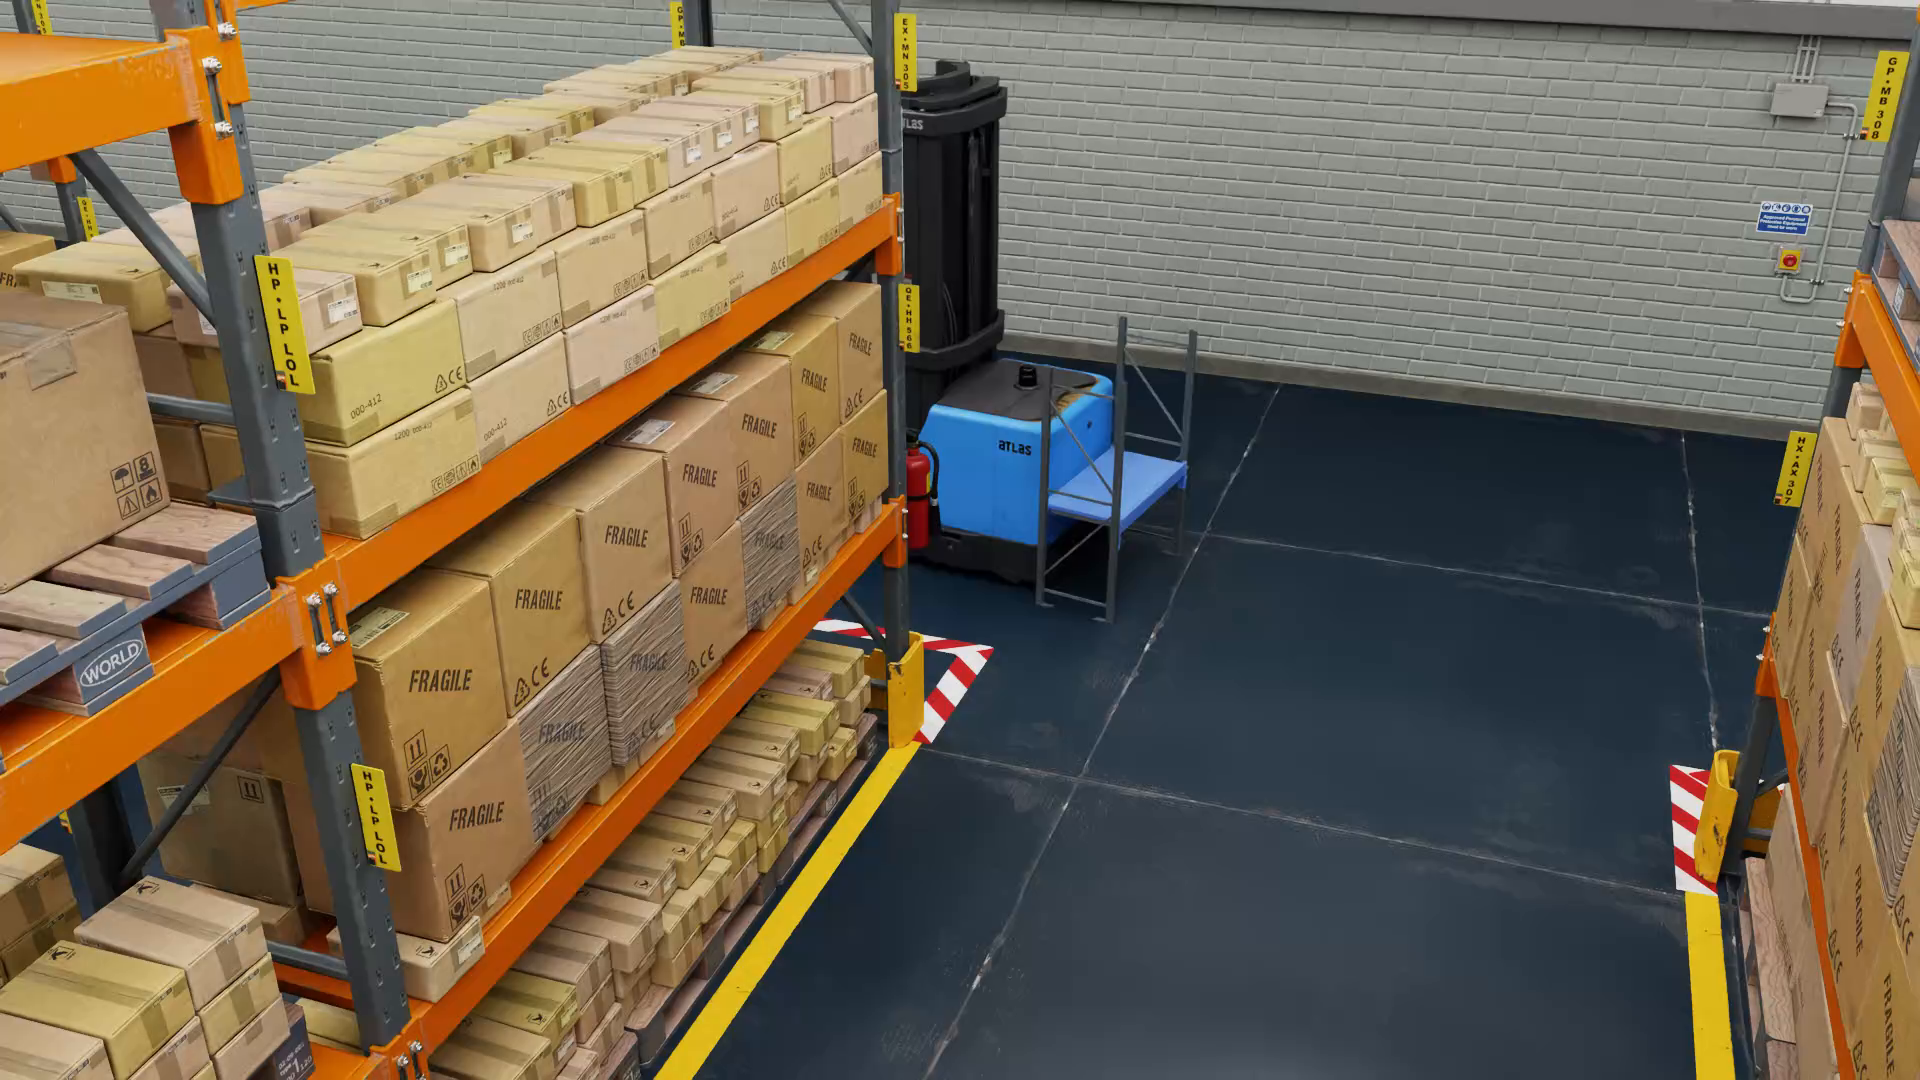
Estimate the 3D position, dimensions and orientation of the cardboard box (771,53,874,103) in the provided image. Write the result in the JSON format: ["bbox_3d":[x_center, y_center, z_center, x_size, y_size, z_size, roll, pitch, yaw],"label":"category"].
[{"bbox_3d":[-0.587,-1.966,7.067,0.380,0.149,0.250,9,27,17],"label":"cardboard box"}]

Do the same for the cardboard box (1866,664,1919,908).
[{"bbox_3d":[2.851,0.715,4.568,0.500,0.500,0.500,9,27,18],"label":"cardboard box"}]

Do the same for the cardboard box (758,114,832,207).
[{"bbox_3d":[-0.836,-1.529,6.622,0.500,0.250,0.500,8,27,16],"label":"cardboard box"}]

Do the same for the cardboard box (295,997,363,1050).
[{"bbox_3d":[-2.164,1.718,5.867,0.380,0.149,0.250,9,27,18],"label":"cardboard box"}]

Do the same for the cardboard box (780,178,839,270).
[{"bbox_3d":[-0.818,-1.304,6.732,0.500,0.250,0.500,9,27,18],"label":"cardboard box"}]

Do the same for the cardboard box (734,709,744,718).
[{"bbox_3d":[-1.239,0.925,8.188,0.380,0.149,0.250,9,27,17],"label":"cardboard box"}]

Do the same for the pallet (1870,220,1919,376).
[{"bbox_3d":[3.711,-0.785,5.590,1.003,0.211,1.213,9,27,17],"label":"pallet"}]

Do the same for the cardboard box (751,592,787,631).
[{"bbox_3d":[-0.961,0.244,7.091,0.380,0.149,0.250,8,27,15],"label":"cardboard box"}]

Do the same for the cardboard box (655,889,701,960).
[{"bbox_3d":[-1.265,1.507,6.644,0.380,0.149,0.250,9,27,17],"label":"cardboard box"}]

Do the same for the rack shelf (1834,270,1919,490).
[{"bbox_3d":[3.283,0.014,4.662,1.077,0.370,4.000,9,27,17],"label":"rack shelf"}]

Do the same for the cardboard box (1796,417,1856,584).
[{"bbox_3d":[3.520,-0.121,6.295,0.500,0.500,0.500,8,27,16],"label":"cardboard box"}]

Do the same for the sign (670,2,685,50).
[{"bbox_3d":[-1.265,-2.280,7.572,0.100,0.325,0.005,9,27,17],"label":"sign"}]

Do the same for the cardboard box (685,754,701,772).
[{"bbox_3d":[-1.017,1.070,7.546,0.380,0.149,0.250,8,27,17],"label":"cardboard box"}]

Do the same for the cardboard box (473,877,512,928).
[{"bbox_3d":[-1.666,1.113,5.297,0.380,0.149,0.250,10,27,19],"label":"cardboard box"}]

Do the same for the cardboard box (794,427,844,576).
[{"bbox_3d":[-0.836,-0.204,7.273,0.500,0.500,0.500,8,27,17],"label":"cardboard box"}]

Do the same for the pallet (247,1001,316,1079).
[{"bbox_3d":[-2.476,1.565,4.295,1.003,0.211,1.213,9,27,17],"label":"pallet"}]

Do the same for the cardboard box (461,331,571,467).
[{"bbox_3d":[-1.523,-0.456,4.979,0.500,0.250,0.500,8,27,17],"label":"cardboard box"}]

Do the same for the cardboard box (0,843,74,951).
[{"bbox_3d":[-2.649,0.937,4.496,0.380,0.149,0.250,10,28,20],"label":"cardboard box"}]

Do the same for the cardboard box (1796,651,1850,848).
[{"bbox_3d":[3.190,0.747,5.650,0.500,0.500,0.500,9,27,17],"label":"cardboard box"}]

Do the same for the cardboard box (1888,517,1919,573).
[{"bbox_3d":[3.124,0.068,5.161,0.380,0.149,0.250,9,27,18],"label":"cardboard box"}]

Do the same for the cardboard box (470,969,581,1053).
[{"bbox_3d":[-1.589,1.685,5.935,0.380,0.149,0.250,8,27,17],"label":"cardboard box"}]

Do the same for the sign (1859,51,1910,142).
[{"bbox_3d":[3.427,-1.644,6.167,0.100,0.325,0.005,9,27,17],"label":"sign"}]

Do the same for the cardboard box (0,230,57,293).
[{"bbox_3d":[-5.311,-1.384,9.137,0.500,0.500,0.500,9,27,18],"label":"cardboard box"}]

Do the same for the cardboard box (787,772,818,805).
[{"bbox_3d":[-0.891,1.099,7.827,0.380,0.149,0.250,9,27,17],"label":"cardboard box"}]

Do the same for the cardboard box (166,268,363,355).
[{"bbox_3d":[-1.759,-0.586,4.216,0.380,0.149,0.250,8,27,16],"label":"cardboard box"}]

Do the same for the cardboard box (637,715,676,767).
[{"bbox_3d":[-1.289,0.682,6.188,0.380,0.149,0.250,10,28,20],"label":"cardboard box"}]

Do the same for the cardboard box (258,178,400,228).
[{"bbox_3d":[-1.919,-0.977,5.024,0.380,0.149,0.250,10,27,19],"label":"cardboard box"}]

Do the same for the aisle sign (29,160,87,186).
[{"bbox_3d":[-5.090,-2.375,9.230,0.394,0.787,0.004,9,27,17],"label":"aisle sign"}]

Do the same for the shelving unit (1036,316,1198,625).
[{"bbox_3d":[0.934,-0.433,9.916,0.538,1.500,1.048,14,29,26],"label":"shelving unit"}]

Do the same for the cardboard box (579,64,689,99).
[{"bbox_3d":[-1.337,-1.842,6.811,0.380,0.149,0.250,9,27,17],"label":"cardboard box"}]

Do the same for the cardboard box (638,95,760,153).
[{"bbox_3d":[-0.973,-1.553,6.215,0.380,0.149,0.250,8,27,16],"label":"cardboard box"}]

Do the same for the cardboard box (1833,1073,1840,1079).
[{"bbox_3d":[3.225,2.216,5.189,0.875,0.438,0.875,8,27,16],"label":"cardboard box"}]

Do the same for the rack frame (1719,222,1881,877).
[{"bbox_3d":[3.948,0.218,6.857,1.000,3.000,0.127,9,27,17],"label":"rack frame"}]

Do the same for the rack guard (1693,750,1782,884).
[{"bbox_3d":[3.956,1.334,7.422,1.175,0.500,0.348,9,27,17],"label":"rack guard"}]

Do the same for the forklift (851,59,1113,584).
[{"bbox_3d":[-0.576,-1.490,10.463,3.031,2.935,1.130,13,29,25],"label":"forklift"}]

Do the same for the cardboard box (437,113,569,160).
[{"bbox_3d":[-1.620,-1.411,5.921,0.380,0.149,0.250,10,27,19],"label":"cardboard box"}]

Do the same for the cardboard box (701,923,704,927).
[{"bbox_3d":[-1.251,1.519,6.960,0.380,0.149,0.250,10,27,19],"label":"cardboard box"}]

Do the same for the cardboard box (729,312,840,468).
[{"bbox_3d":[-0.840,-0.654,7.056,0.500,0.500,0.500,8,27,16],"label":"cardboard box"}]

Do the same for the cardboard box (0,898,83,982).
[{"bbox_3d":[-2.649,1.071,4.560,0.380,0.149,0.250,9,27,18],"label":"cardboard box"}]

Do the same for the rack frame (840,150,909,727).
[{"bbox_3d":[-0.753,-0.458,8.254,1.000,3.000,0.127,9,27,17],"label":"rack frame"}]

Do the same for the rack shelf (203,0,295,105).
[{"bbox_3d":[-1.419,-2.011,5.406,1.077,0.370,4.000,9,27,17],"label":"rack shelf"}]

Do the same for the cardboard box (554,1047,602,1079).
[{"bbox_3d":[-1.538,1.958,6.054,0.380,0.149,0.250,9,27,17],"label":"cardboard box"}]

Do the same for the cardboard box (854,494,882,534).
[{"bbox_3d":[-0.595,-0.170,7.947,0.380,0.149,0.250,9,27,18],"label":"cardboard box"}]

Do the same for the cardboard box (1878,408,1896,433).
[{"bbox_3d":[3.549,-0.345,6.014,0.380,0.149,0.250,9,27,19],"label":"cardboard box"}]

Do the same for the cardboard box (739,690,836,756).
[{"bbox_3d":[-0.795,0.843,7.675,0.380,0.149,0.250,8,27,16],"label":"cardboard box"}]

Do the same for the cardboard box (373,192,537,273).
[{"bbox_3d":[-1.478,-0.904,4.874,0.380,0.149,0.250,8,27,16],"label":"cardboard box"}]

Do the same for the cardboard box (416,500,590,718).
[{"bbox_3d":[-1.546,0.192,5.309,0.500,0.500,0.500,8,27,16],"label":"cardboard box"}]

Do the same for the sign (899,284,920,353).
[{"bbox_3d":[-0.237,-1.033,7.749,0.100,0.325,0.005,9,27,17],"label":"sign"}]

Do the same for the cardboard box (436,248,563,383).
[{"bbox_3d":[-1.527,-0.689,4.887,0.500,0.250,0.500,9,27,17],"label":"cardboard box"}]

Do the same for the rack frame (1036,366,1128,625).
[{"bbox_3d":[0.685,-0.240,9.517,0.500,1.500,0.032,14,29,26],"label":"rack frame"}]

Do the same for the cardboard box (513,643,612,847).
[{"bbox_3d":[-1.524,0.636,5.539,0.500,0.500,0.500,9,27,17],"label":"cardboard box"}]

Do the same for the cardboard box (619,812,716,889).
[{"bbox_3d":[-1.230,1.262,6.808,0.380,0.149,0.250,9,27,18],"label":"cardboard box"}]
